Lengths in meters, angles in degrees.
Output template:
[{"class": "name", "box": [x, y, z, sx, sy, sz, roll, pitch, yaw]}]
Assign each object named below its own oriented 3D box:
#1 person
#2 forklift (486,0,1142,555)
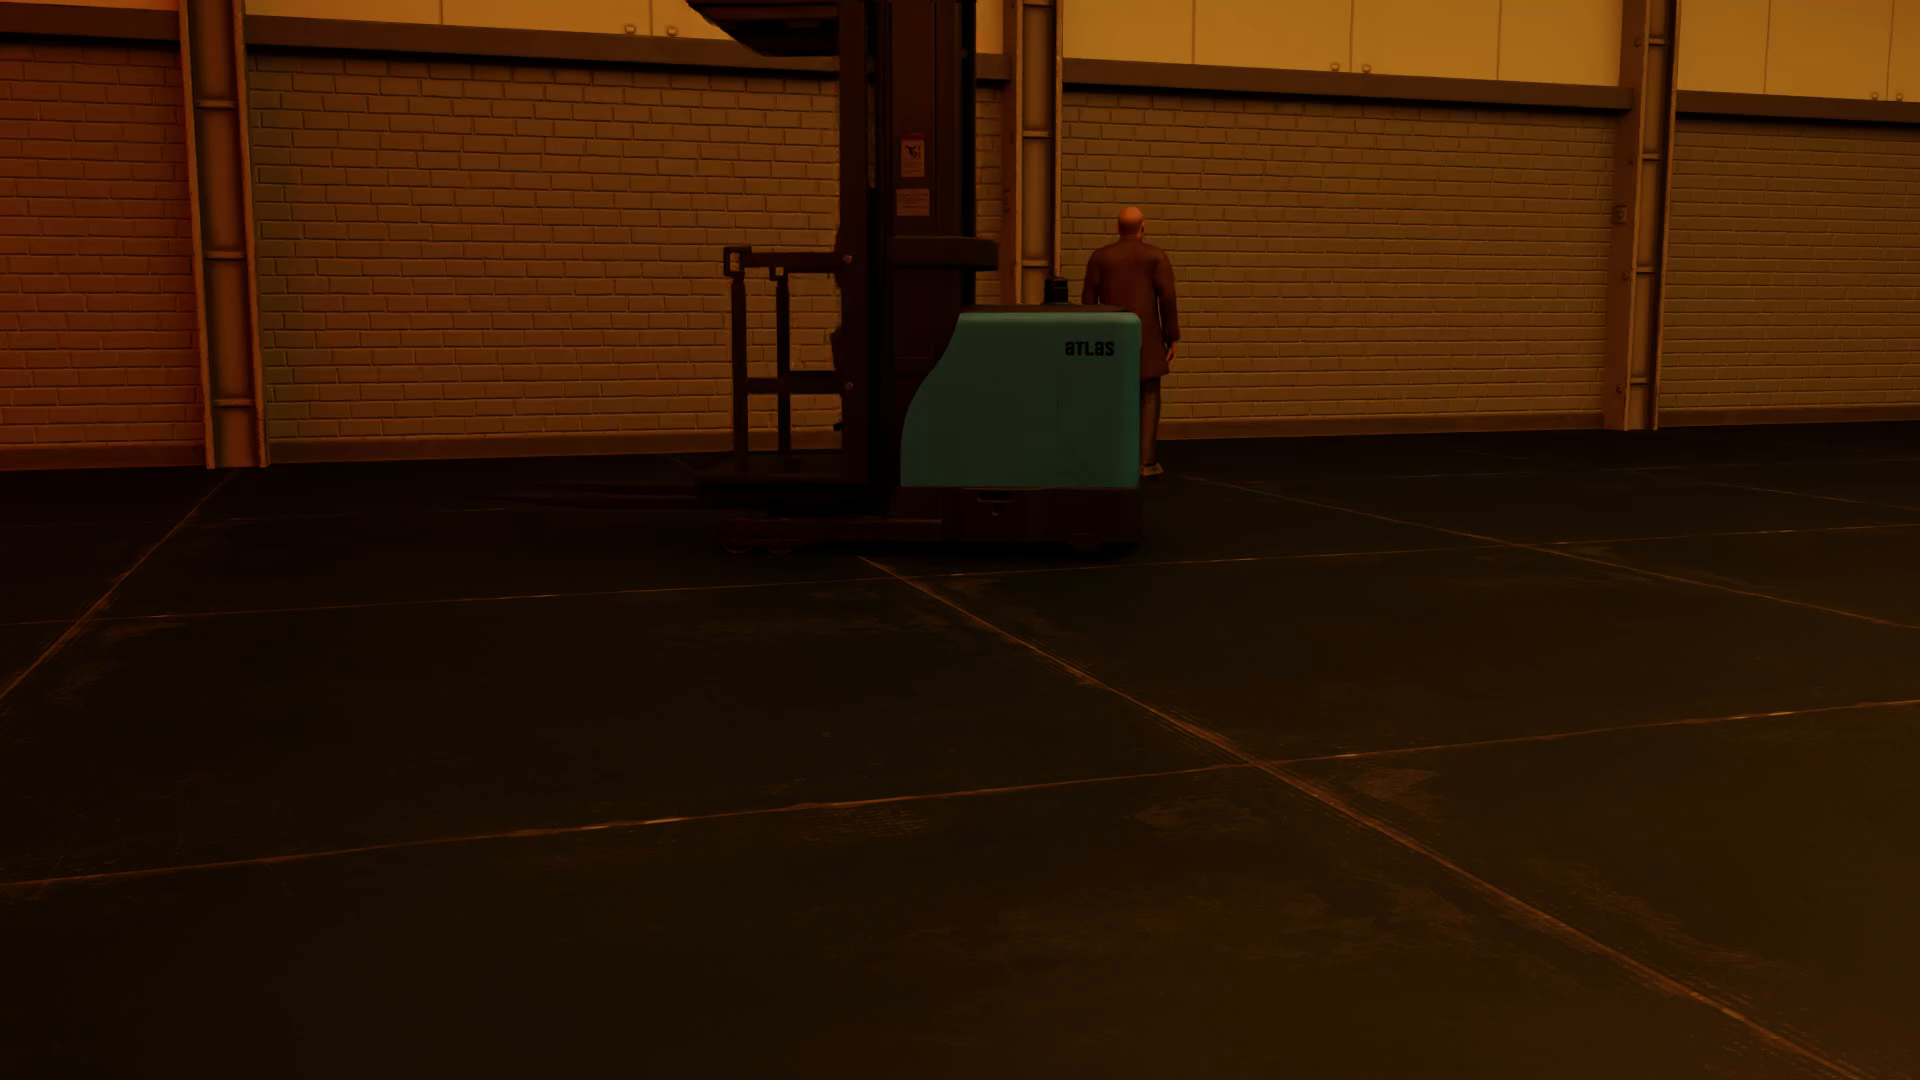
[{"class": "person", "box": [1.147, -1.308, 11.067, 0.660, 1.791, 0.492, 3, 8, 21]}, {"class": "forklift", "box": [-0.668, -1.456, 7.750, 3.031, 2.935, 1.130, 1, 8, 5]}]
